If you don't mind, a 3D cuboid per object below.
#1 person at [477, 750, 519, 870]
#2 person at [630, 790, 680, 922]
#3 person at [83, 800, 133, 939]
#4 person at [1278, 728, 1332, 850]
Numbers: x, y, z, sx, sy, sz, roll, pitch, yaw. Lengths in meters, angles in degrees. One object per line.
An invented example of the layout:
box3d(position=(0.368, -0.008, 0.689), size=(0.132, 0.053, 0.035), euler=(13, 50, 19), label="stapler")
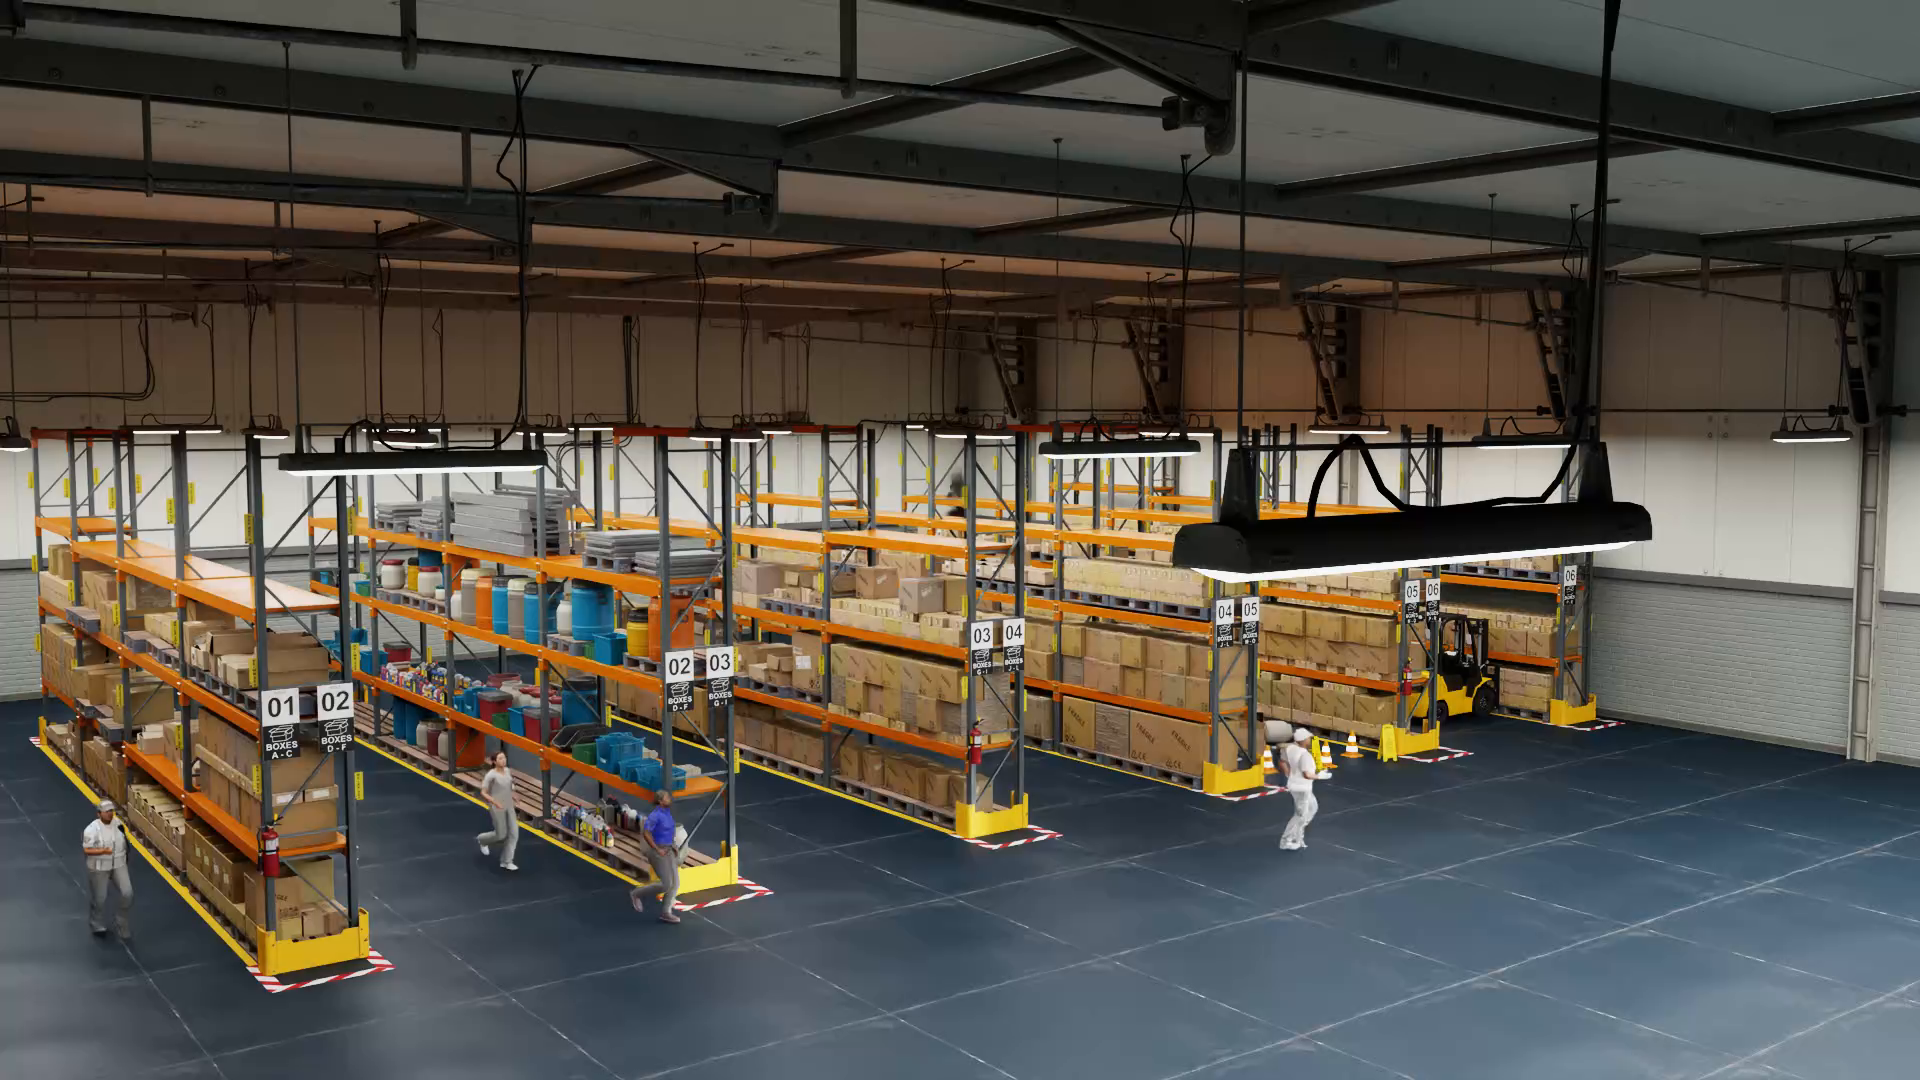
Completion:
box3d(position=(-6.373, 3.714, 23.002), size=(0.731, 1.641, 0.565), euler=(3, 5, 34), label="person")
box3d(position=(-3.724, 3.908, 20.743), size=(0.657, 1.585, 0.622), euler=(1, 5, 13), label="person")
box3d(position=(-10.199, 3.954, 19.912), size=(0.759, 1.697, 0.554), euler=(4, 6, 42), label="person")
box3d(position=(4.935, 3.582, 23.846), size=(0.718, 1.790, 0.629), euler=(0, 4, -3), label="person")
